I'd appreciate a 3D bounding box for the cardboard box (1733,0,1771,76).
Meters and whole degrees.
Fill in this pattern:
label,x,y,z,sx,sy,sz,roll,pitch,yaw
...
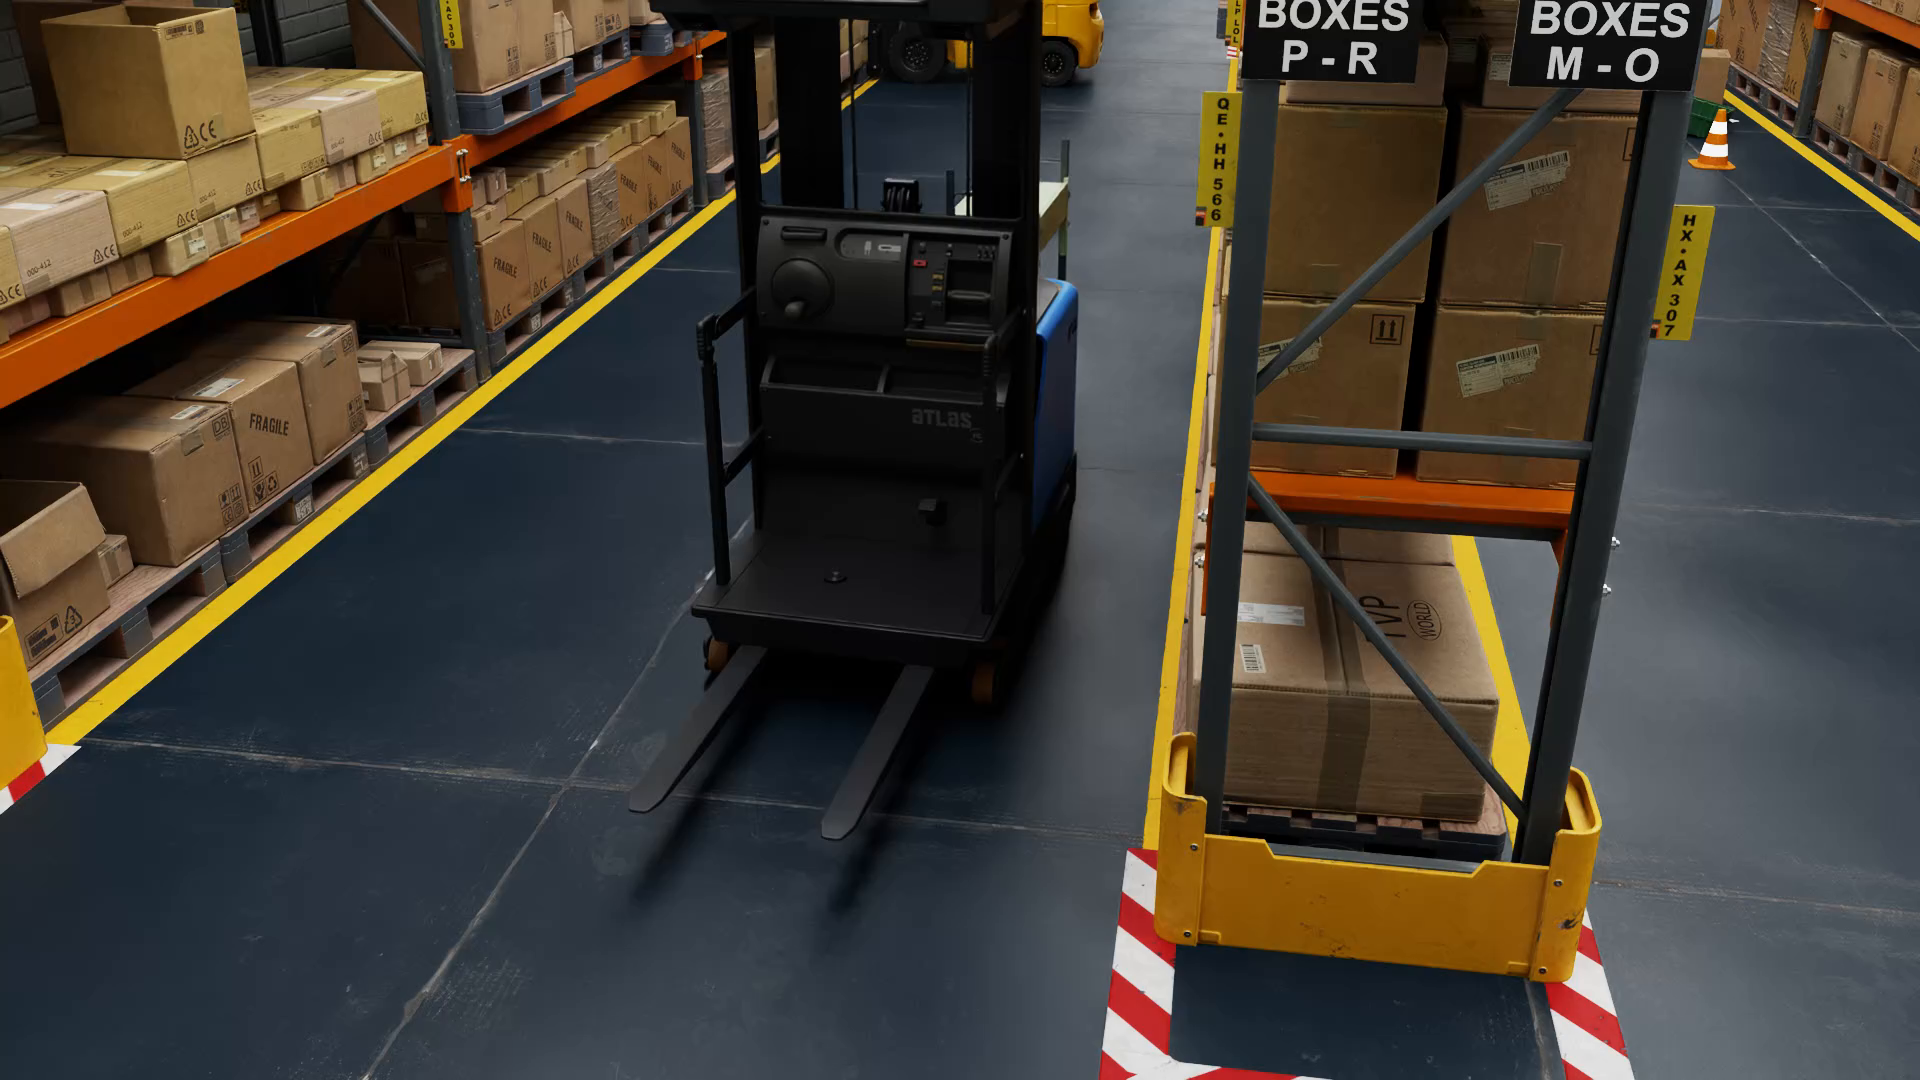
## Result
label,x,y,z,sx,sy,sz,roll,pitch,yaw
cardboard box,8.491,-5.208,16.848,0.875,0.875,0.875,4,25,8

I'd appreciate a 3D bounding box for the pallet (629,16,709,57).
label,x,y,z,sx,sy,sz,roll,pitch,yaw
pallet,-2.468,-3.558,11.539,1.213,0.211,1.003,4,25,9

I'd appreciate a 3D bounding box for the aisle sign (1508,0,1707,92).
label,x,y,z,sx,sy,sz,roll,pitch,yaw
aisle sign,1.438,-1.372,3.577,0.394,0.787,0.004,4,25,9

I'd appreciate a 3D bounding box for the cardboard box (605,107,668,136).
label,x,y,z,sx,sy,sz,roll,pitch,yaw
cardboard box,-2.272,-2.945,11.691,0.380,0.149,0.250,3,25,6

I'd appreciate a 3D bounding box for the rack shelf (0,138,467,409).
label,x,y,z,sx,sy,sz,roll,pitch,yaw
rack shelf,-3.407,-1.098,6.906,1.077,0.370,4.000,4,25,9

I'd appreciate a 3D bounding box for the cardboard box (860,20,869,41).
label,x,y,z,sx,sy,sz,roll,pitch,yaw
cardboard box,-1.216,-5.379,17.361,0.500,0.250,0.500,4,25,8

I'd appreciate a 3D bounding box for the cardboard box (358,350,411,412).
label,x,y,z,sx,sy,sz,roll,pitch,yaw
cardboard box,-2.940,-0.810,8.171,0.396,0.266,0.258,5,26,10

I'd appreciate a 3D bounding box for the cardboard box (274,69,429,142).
label,x,y,z,sx,sy,sz,roll,pitch,yaw
cardboard box,-2.923,-2.097,8.018,0.500,0.250,0.500,5,25,10

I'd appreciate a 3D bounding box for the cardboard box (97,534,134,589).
label,x,y,z,sx,sy,sz,roll,pitch,yaw
cardboard box,-3.433,0.089,6.388,0.380,0.149,0.250,3,25,6

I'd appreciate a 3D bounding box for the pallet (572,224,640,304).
label,x,y,z,sx,sy,sz,roll,pitch,yaw
pallet,-2.788,-1.852,10.958,1.003,0.211,1.213,4,25,9

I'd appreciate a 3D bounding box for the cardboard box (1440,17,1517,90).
label,x,y,z,sx,sy,sz,roll,pitch,yaw
cardboard box,1.467,-1.281,4.386,0.380,0.149,0.250,5,25,10

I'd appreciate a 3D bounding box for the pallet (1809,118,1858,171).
label,x,y,z,sx,sy,sz,roll,pitch,yaw
pallet,7.973,-3.372,14.206,1.003,0.211,1.213,4,25,9

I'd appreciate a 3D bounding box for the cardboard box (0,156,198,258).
label,x,y,z,sx,sy,sz,roll,pitch,yaw
cardboard box,-3.233,-1.248,6.205,0.500,0.250,0.500,4,25,8

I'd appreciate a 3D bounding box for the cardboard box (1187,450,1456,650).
label,x,y,z,sx,sy,sz,roll,pitch,yaw
cardboard box,1.314,0.059,6.113,0.875,0.438,0.875,5,25,10

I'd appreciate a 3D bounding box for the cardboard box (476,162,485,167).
label,x,y,z,sx,sy,sz,roll,pitch,yaw
cardboard box,-3.122,-2.219,10.141,0.380,0.149,0.250,5,25,10

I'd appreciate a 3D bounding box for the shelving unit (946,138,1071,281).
label,x,y,z,sx,sy,sz,roll,pitch,yaw
shelving unit,0.224,-1.037,7.696,0.431,1.500,0.755,6,26,12

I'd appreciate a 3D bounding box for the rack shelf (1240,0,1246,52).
label,x,y,z,sx,sy,sz,roll,pitch,yaw
rack shelf,1.490,-2.114,5.539,1.077,0.370,4.000,4,25,9

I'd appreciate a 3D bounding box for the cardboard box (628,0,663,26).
label,x,y,z,sx,sy,sz,roll,pitch,yaw
cardboard box,-2.280,-3.592,11.067,0.500,0.250,0.500,3,25,6

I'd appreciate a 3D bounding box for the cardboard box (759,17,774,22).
label,x,y,z,sx,sy,sz,roll,pitch,yaw
cardboard box,-1.884,-5.223,16.439,0.500,0.250,0.500,5,25,10

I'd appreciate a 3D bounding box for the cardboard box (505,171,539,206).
label,x,y,z,sx,sy,sz,roll,pitch,yaw
cardboard box,-2.728,-2.089,9.862,0.380,0.149,0.250,4,25,8

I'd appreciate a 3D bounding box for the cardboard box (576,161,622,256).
label,x,y,z,sx,sy,sz,roll,pitch,yaw
cardboard box,-2.525,-2.153,10.766,0.500,0.500,0.500,3,25,7

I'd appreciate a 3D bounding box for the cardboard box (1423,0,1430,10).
label,x,y,z,sx,sy,sz,roll,pitch,yaw
cardboard box,1.784,-1.925,5.762,0.380,0.149,0.250,4,25,9

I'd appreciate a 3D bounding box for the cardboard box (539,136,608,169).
label,x,y,z,sx,sy,sz,roll,pitch,yaw
cardboard box,-2.502,-2.508,10.759,0.380,0.149,0.250,3,25,6

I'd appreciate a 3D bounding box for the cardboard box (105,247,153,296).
label,x,y,z,sx,sy,sz,roll,pitch,yaw
cardboard box,-3.266,-1.027,6.202,0.380,0.149,0.250,4,25,9

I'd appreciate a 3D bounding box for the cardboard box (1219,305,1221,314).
label,x,y,z,sx,sy,sz,roll,pitch,yaw
cardboard box,1.979,-1.789,9.545,0.875,0.875,0.875,5,26,10

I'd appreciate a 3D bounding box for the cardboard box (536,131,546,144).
label,x,y,z,sx,sy,sz,roll,pitch,yaw
cardboard box,-2.982,-2.650,11.061,0.380,0.149,0.250,3,25,7

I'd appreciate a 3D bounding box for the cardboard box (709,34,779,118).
label,x,y,z,sx,sy,sz,roll,pitch,yaw
cardboard box,-1.982,-4.178,14.943,0.875,0.625,0.625,4,25,8

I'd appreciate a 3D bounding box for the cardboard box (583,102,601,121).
label,x,y,z,sx,sy,sz,roll,pitch,yaw
cardboard box,-2.820,-3.089,11.998,0.380,0.149,0.250,5,26,11

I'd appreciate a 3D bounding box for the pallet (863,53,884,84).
label,x,y,z,sx,sy,sz,roll,pitch,yaw
pallet,-1.405,-5.185,18.078,1.003,0.211,1.213,4,25,9

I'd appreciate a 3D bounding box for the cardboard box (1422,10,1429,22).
label,x,y,z,sx,sy,sz,roll,pitch,yaw
cardboard box,1.757,-1.565,5.759,0.500,0.500,0.500,4,25,9

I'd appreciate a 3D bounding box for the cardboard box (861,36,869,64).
label,x,y,z,sx,sy,sz,roll,pitch,yaw
cardboard box,-1.231,-5.160,17.483,0.500,0.250,0.500,4,25,9

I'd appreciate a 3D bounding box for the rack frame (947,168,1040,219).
label,x,y,z,sx,sy,sz,roll,pitch,yaw
rack frame,0.139,-0.886,7.374,0.400,1.500,0.023,6,26,12

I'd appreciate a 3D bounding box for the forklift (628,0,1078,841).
label,x,y,z,sx,sy,sz,roll,pitch,yaw
forklift,-0.322,-0.907,5.730,1.130,2.935,3.031,6,26,12

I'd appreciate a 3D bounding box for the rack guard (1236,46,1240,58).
label,x,y,z,sx,sy,sz,roll,pitch,yaw
rack guard,3.766,-5.773,18.994,1.175,0.500,0.348,4,25,9

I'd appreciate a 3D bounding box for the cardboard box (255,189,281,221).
label,x,y,z,sx,sy,sz,roll,pitch,yaw
cardboard box,-3.159,-1.458,7.123,0.380,0.149,0.250,4,25,9

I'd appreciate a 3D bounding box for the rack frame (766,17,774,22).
label,x,y,z,sx,sy,sz,roll,pitch,yaw
rack frame,-1.773,-5.606,15.689,1.000,3.000,0.127,4,25,9

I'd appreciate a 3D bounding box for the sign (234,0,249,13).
label,x,y,z,sx,sy,sz,roll,pitch,yaw
sign,-3.629,-2.822,8.374,0.100,0.325,0.005,4,25,9

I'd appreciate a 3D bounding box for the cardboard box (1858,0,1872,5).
label,x,y,z,sx,sy,sz,roll,pitch,yaw
cardboard box,7.591,-4.596,13.413,0.500,0.500,0.500,4,25,9

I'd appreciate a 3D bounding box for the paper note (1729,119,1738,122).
label,x,y,z,sx,sy,sz,roll,pitch,yaw
paper note,7.241,-3.963,15.679,0.147,0.020,0.142,-14,29,-27

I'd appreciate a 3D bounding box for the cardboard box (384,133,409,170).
label,x,y,z,sx,sy,sz,roll,pitch,yaw
cardboard box,-2.905,-1.885,8.036,0.380,0.149,0.250,5,25,10

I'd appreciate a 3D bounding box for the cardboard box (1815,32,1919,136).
label,x,y,z,sx,sy,sz,roll,pitch,yaw
cardboard box,8.012,-3.869,14.135,1.050,0.750,0.750,4,25,8

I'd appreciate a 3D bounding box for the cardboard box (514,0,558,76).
label,x,y,z,sx,sy,sz,roll,pitch,yaw
cardboard box,-2.696,-2.899,9.292,0.700,0.500,0.500,4,25,9

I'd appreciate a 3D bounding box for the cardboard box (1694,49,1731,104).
label,x,y,z,sx,sy,sz,roll,pitch,yaw
cardboard box,7.266,-4.553,16.383,0.500,0.500,0.500,8,26,18

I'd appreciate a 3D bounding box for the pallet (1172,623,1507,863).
label,x,y,z,sx,sy,sz,roll,pitch,yaw
pallet,1.217,0.678,5.553,1.003,0.211,1.213,4,25,9

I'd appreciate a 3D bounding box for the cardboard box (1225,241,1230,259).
label,x,y,z,sx,sy,sz,roll,pitch,yaw
cardboard box,1.152,-0.935,5.592,0.500,0.500,0.500,5,26,10

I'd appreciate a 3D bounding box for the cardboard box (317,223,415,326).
label,x,y,z,sx,sy,sz,roll,pitch,yaw
cardboard box,-3.292,-1.544,9.464,0.500,0.500,0.500,4,25,8

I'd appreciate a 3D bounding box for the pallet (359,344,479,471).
label,x,y,z,sx,sy,sz,roll,pitch,yaw
pallet,-3.194,-0.710,8.518,1.003,0.211,1.213,4,25,9

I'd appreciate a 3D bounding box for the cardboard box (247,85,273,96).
label,x,y,z,sx,sy,sz,roll,pitch,yaw
cardboard box,-3.503,-1.929,7.658,0.500,0.250,0.500,4,25,8
